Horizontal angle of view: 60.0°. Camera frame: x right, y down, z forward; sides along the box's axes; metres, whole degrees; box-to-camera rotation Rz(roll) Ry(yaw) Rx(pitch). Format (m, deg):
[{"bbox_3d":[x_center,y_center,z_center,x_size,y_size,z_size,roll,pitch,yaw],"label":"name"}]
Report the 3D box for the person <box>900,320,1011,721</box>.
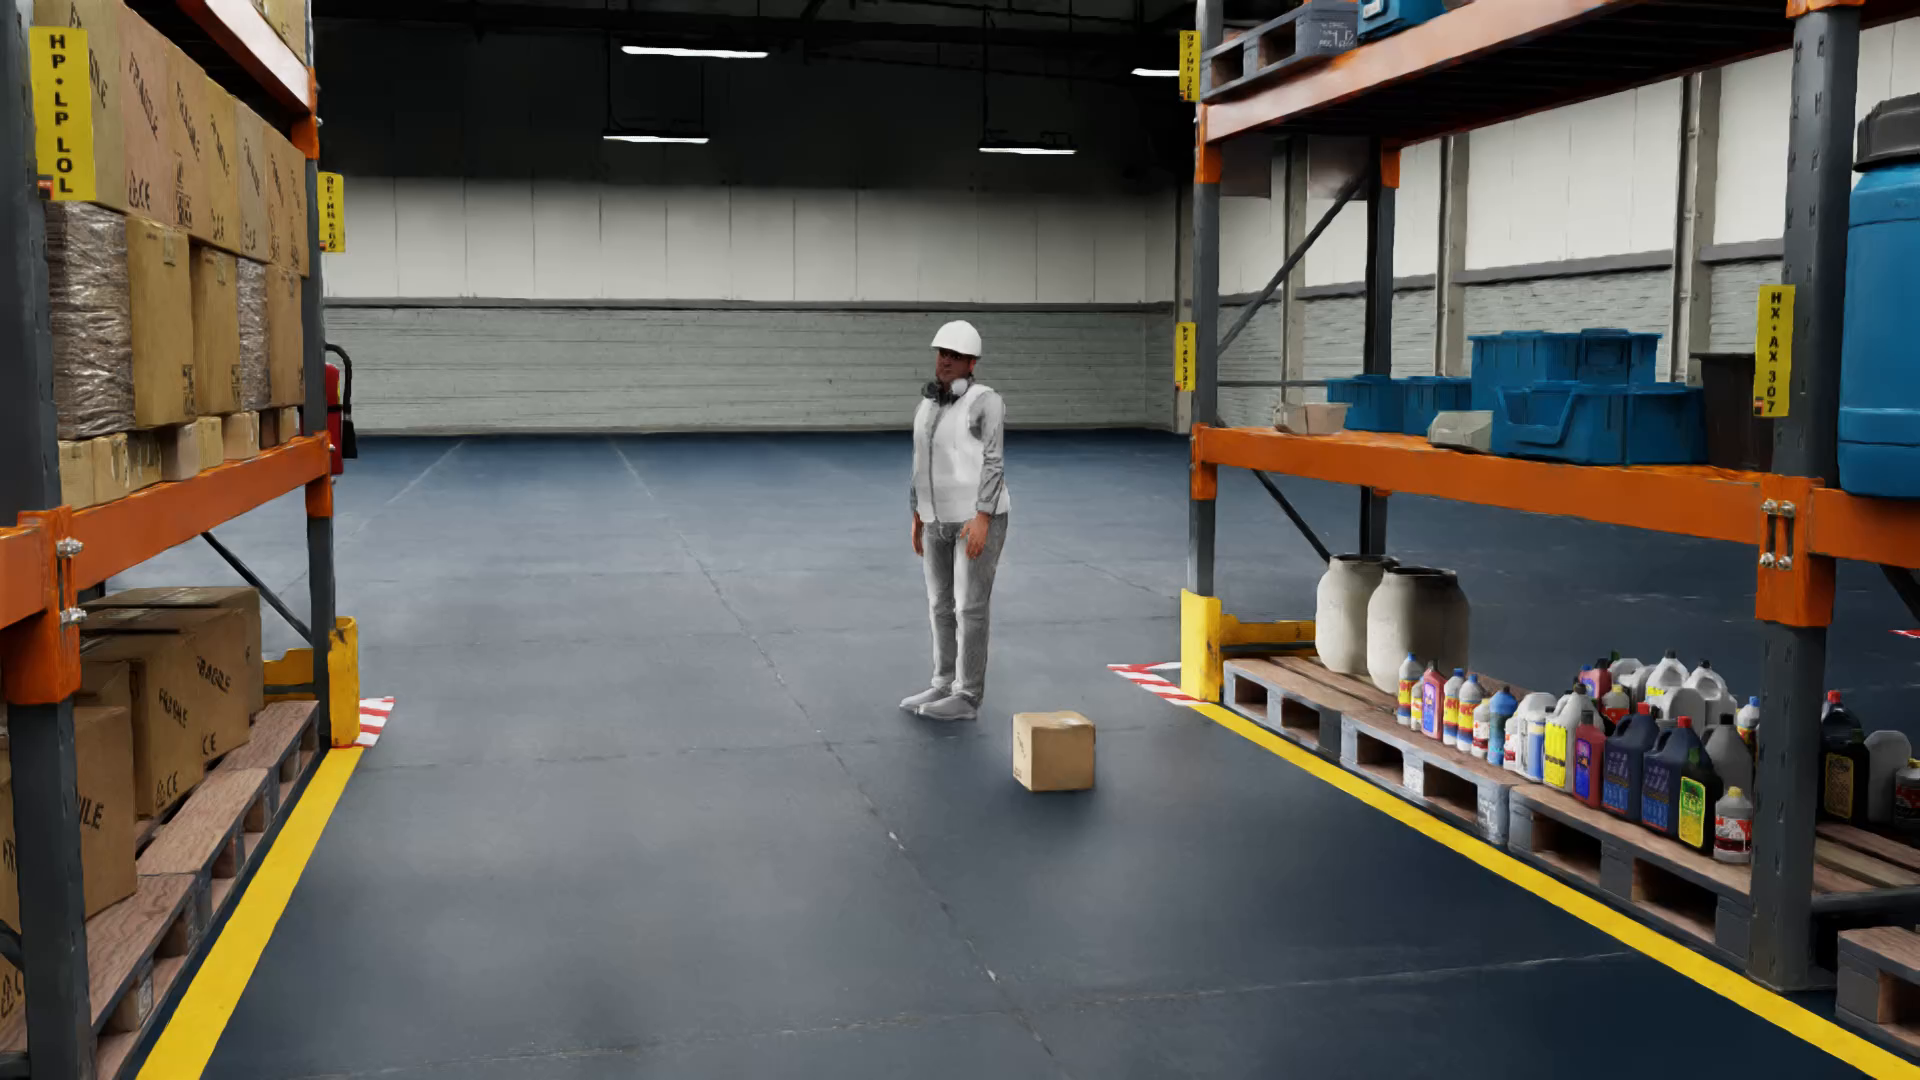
[{"bbox_3d":[-0.075,-0.087,7.434,0.517,1.781,0.583,-6,9,-45],"label":"person"}]
